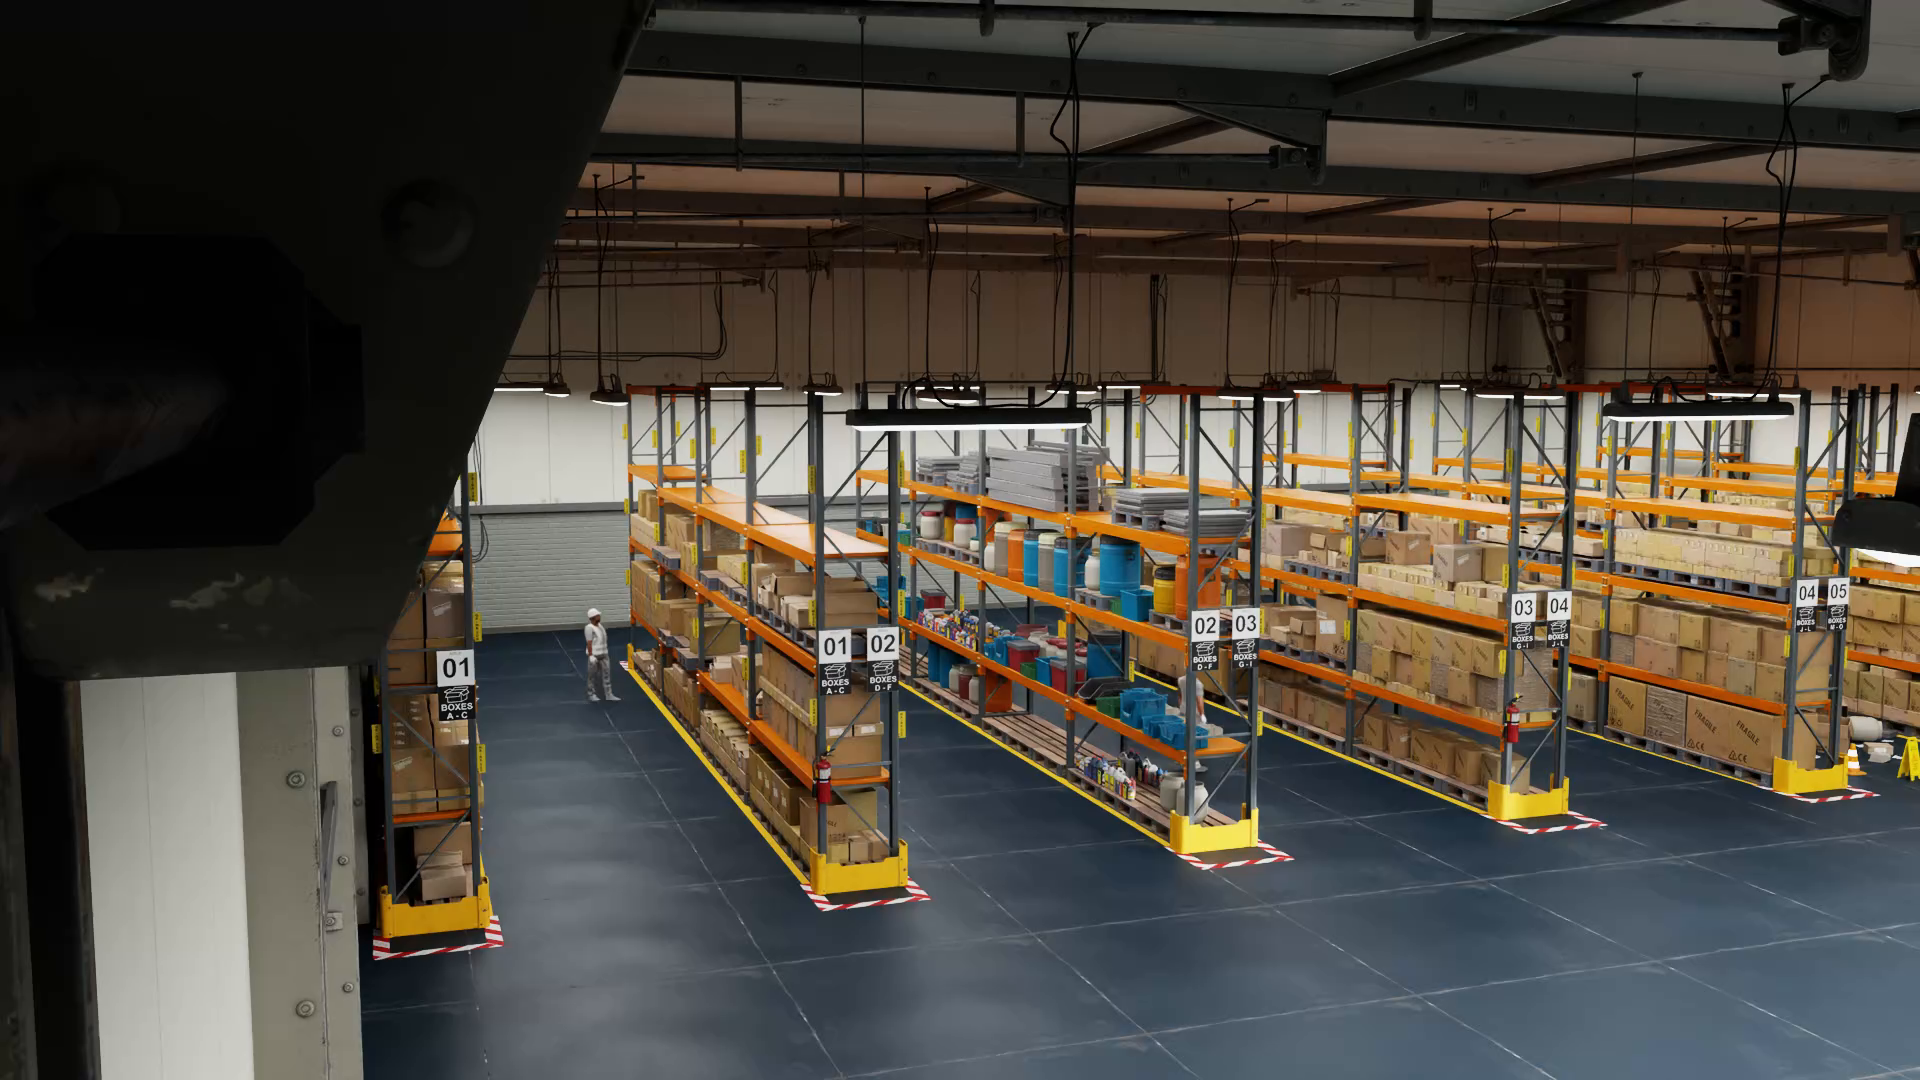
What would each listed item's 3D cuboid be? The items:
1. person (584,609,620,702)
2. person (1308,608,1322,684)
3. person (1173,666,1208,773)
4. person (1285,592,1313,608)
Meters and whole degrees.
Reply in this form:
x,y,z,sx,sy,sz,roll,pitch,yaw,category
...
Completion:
x,y,z,sx,sy,sz,roll,pitch,yaw,category
-6.822,2.190,31.584,0.631,1.782,0.604,4,7,35,person
6.837,2.158,32.211,0.432,1.728,0.630,-5,8,-38,person
3.672,2.748,26.119,0.421,1.796,0.612,-3,7,-30,person
8.481,1.147,41.838,0.912,1.732,0.615,-3,7,-30,person
